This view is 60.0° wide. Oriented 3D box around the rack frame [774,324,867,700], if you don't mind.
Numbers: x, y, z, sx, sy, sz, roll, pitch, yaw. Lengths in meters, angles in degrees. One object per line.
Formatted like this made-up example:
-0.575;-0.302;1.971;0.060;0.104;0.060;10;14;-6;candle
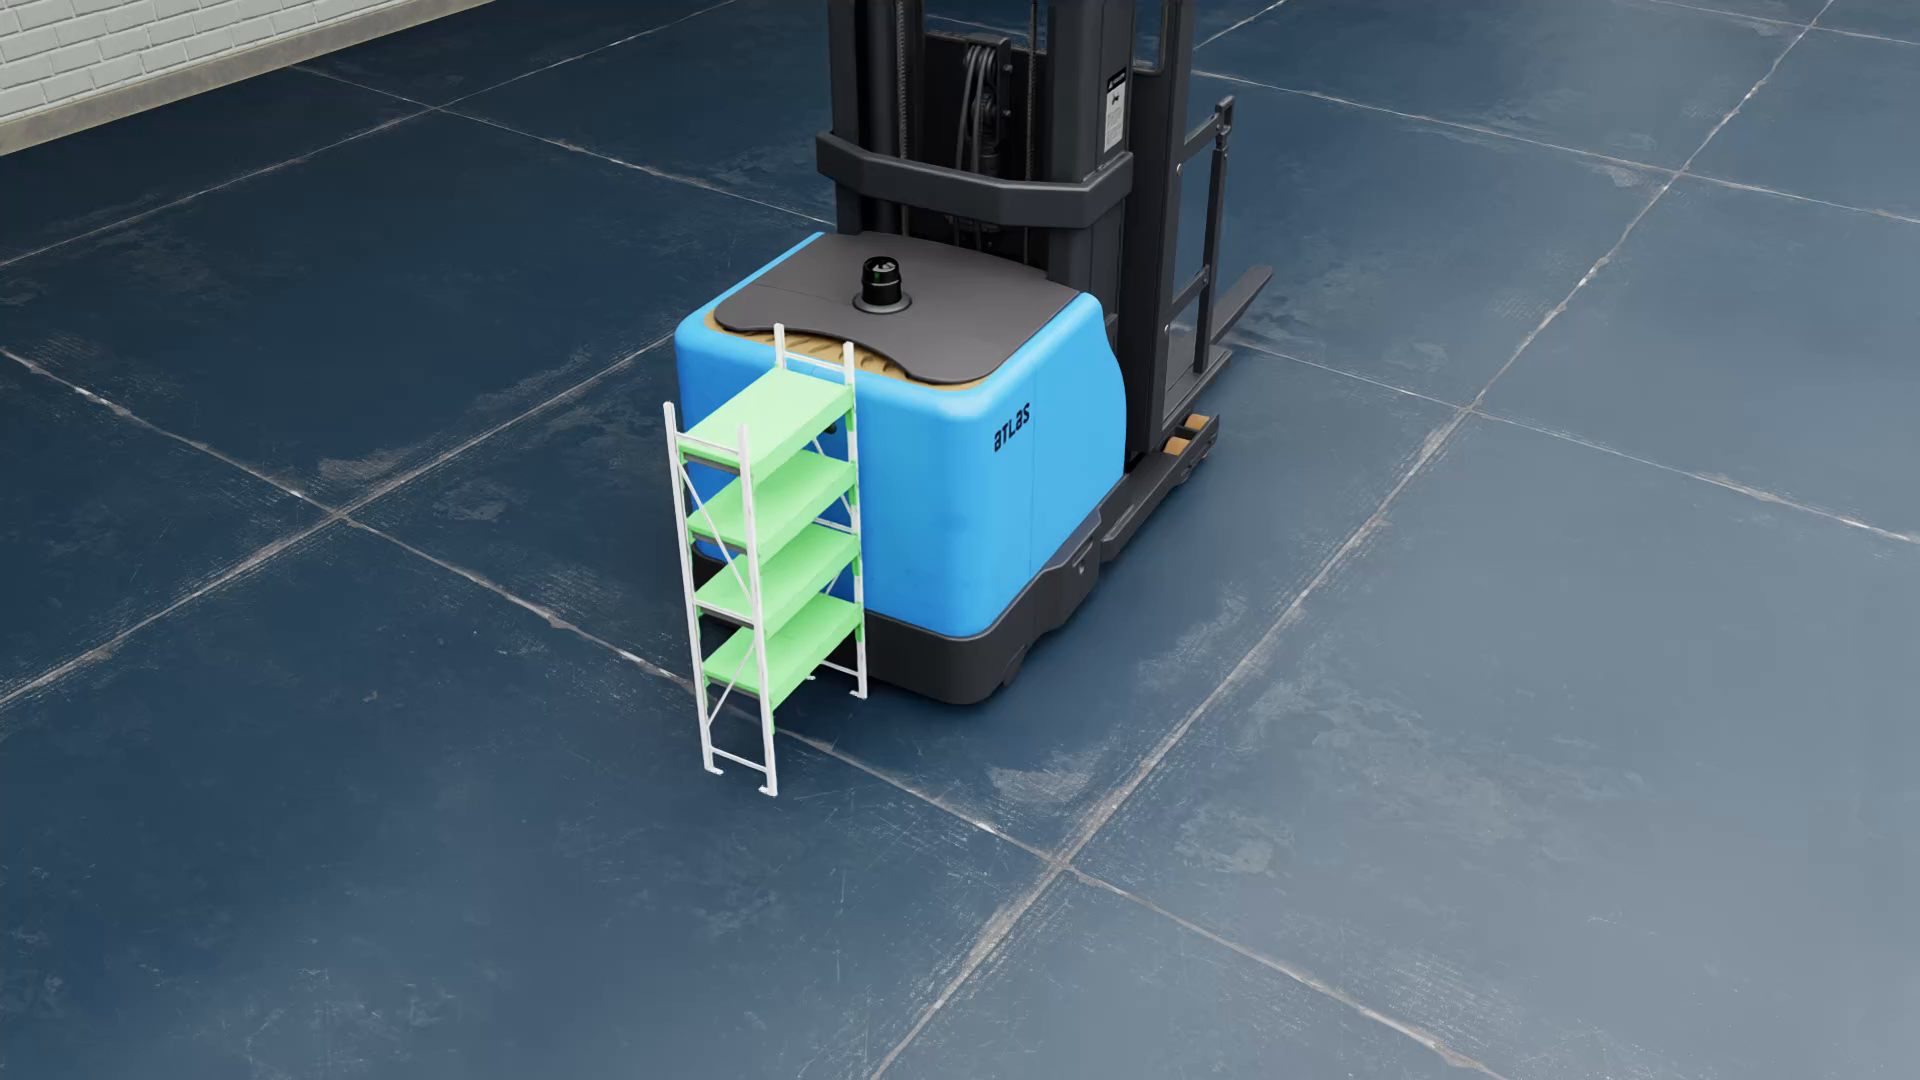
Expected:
-0.390;-0.049;4.751;0.240;1.200;0.015;17;38;23;rack frame

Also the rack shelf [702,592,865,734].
-0.507;0.323;4.744;0.258;0.148;0.480;17;38;23;rack shelf

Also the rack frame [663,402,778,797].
-0.624;0.191;4.397;0.240;1.200;0.015;17;38;23;rack frame

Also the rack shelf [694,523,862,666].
-0.507;0.124;4.610;0.258;0.148;0.480;17;38;23;rack shelf

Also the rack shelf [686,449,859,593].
-0.507;-0.075;4.475;0.258;0.148;0.480;17;38;23;rack shelf

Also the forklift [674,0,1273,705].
0.310;-1.532;5.399;1.130;2.935;3.031;17;38;23;forklift

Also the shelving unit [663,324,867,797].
-0.507;0.071;4.574;0.258;1.200;0.503;17;38;23;shelving unit

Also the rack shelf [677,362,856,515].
-0.507;-0.274;4.341;0.258;0.148;0.480;17;38;23;rack shelf
